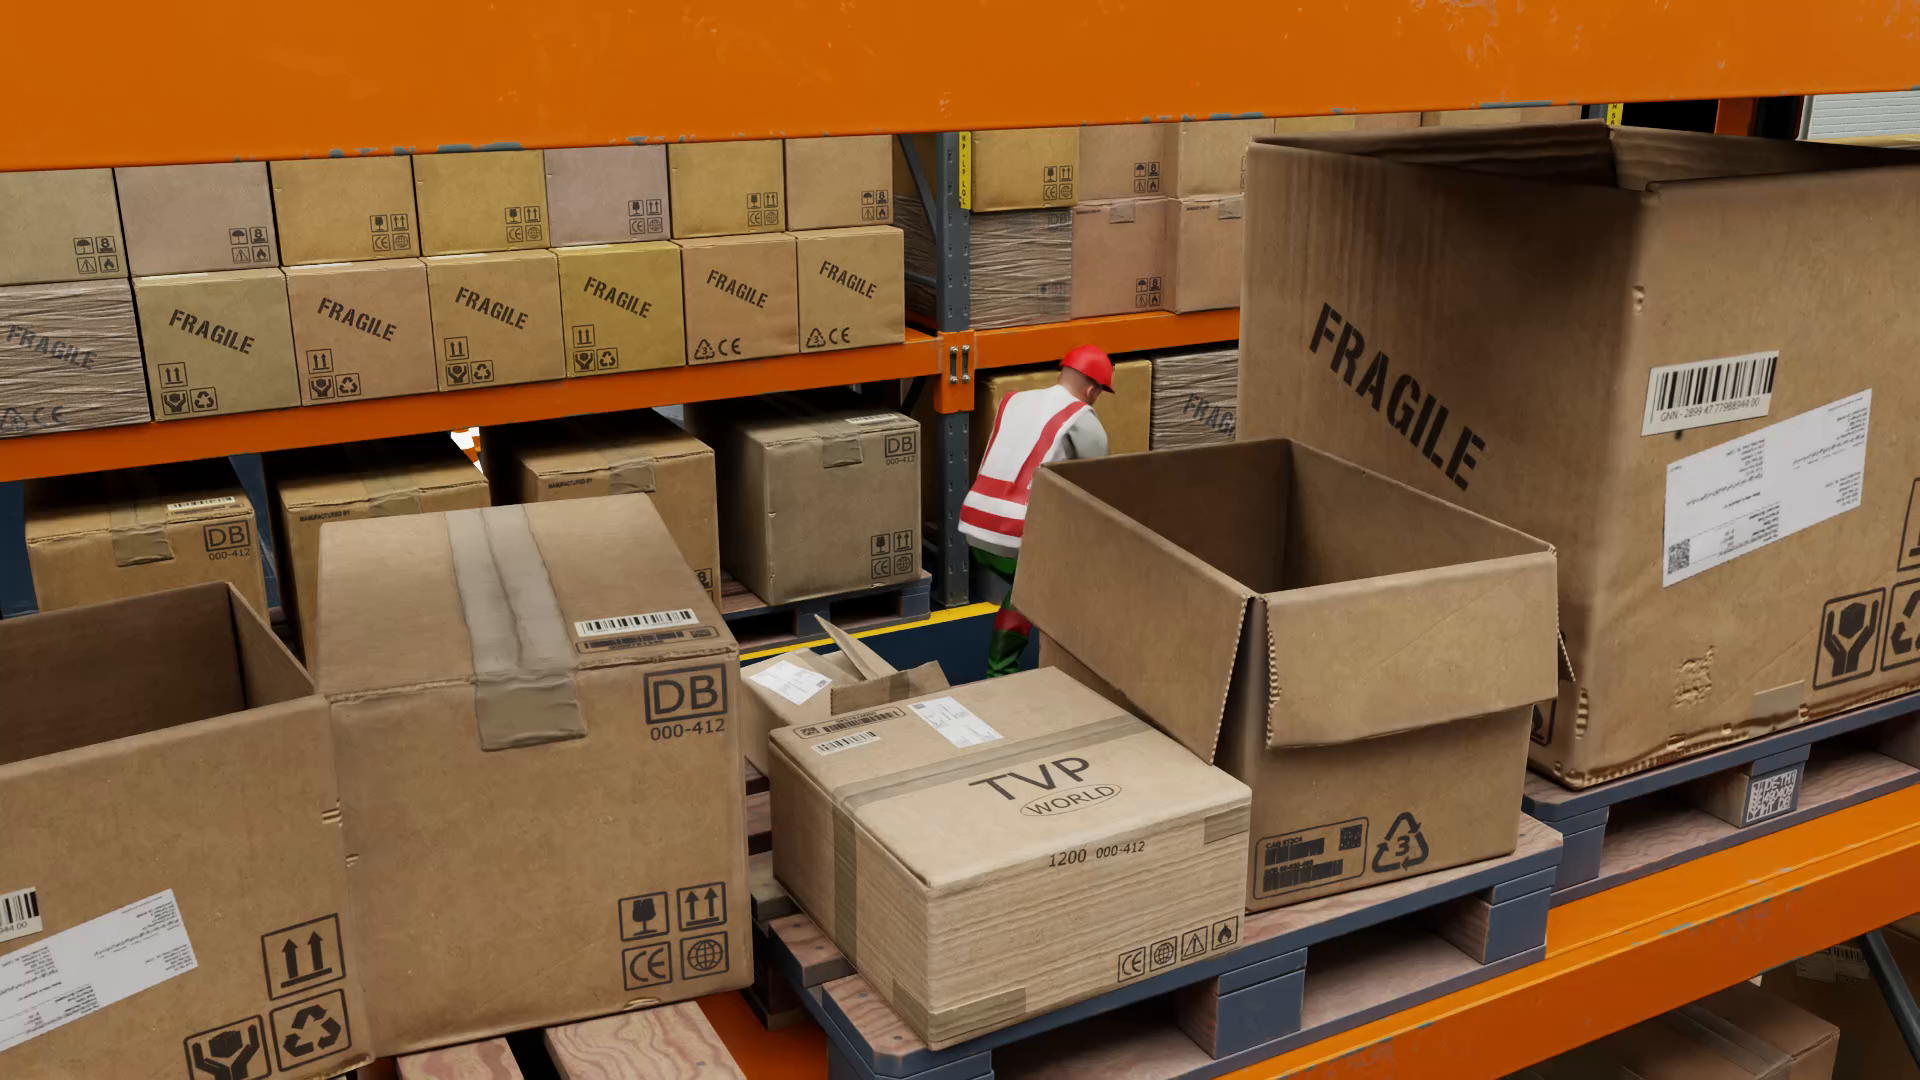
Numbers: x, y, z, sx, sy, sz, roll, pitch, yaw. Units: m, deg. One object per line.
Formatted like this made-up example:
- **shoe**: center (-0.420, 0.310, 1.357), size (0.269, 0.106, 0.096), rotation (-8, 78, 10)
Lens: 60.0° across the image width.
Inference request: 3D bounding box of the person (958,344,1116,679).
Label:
- **person**: center (0.324, -0.044, 6.705), size (0.749, 1.443, 0.583), rotation (-15, 23, -38)
